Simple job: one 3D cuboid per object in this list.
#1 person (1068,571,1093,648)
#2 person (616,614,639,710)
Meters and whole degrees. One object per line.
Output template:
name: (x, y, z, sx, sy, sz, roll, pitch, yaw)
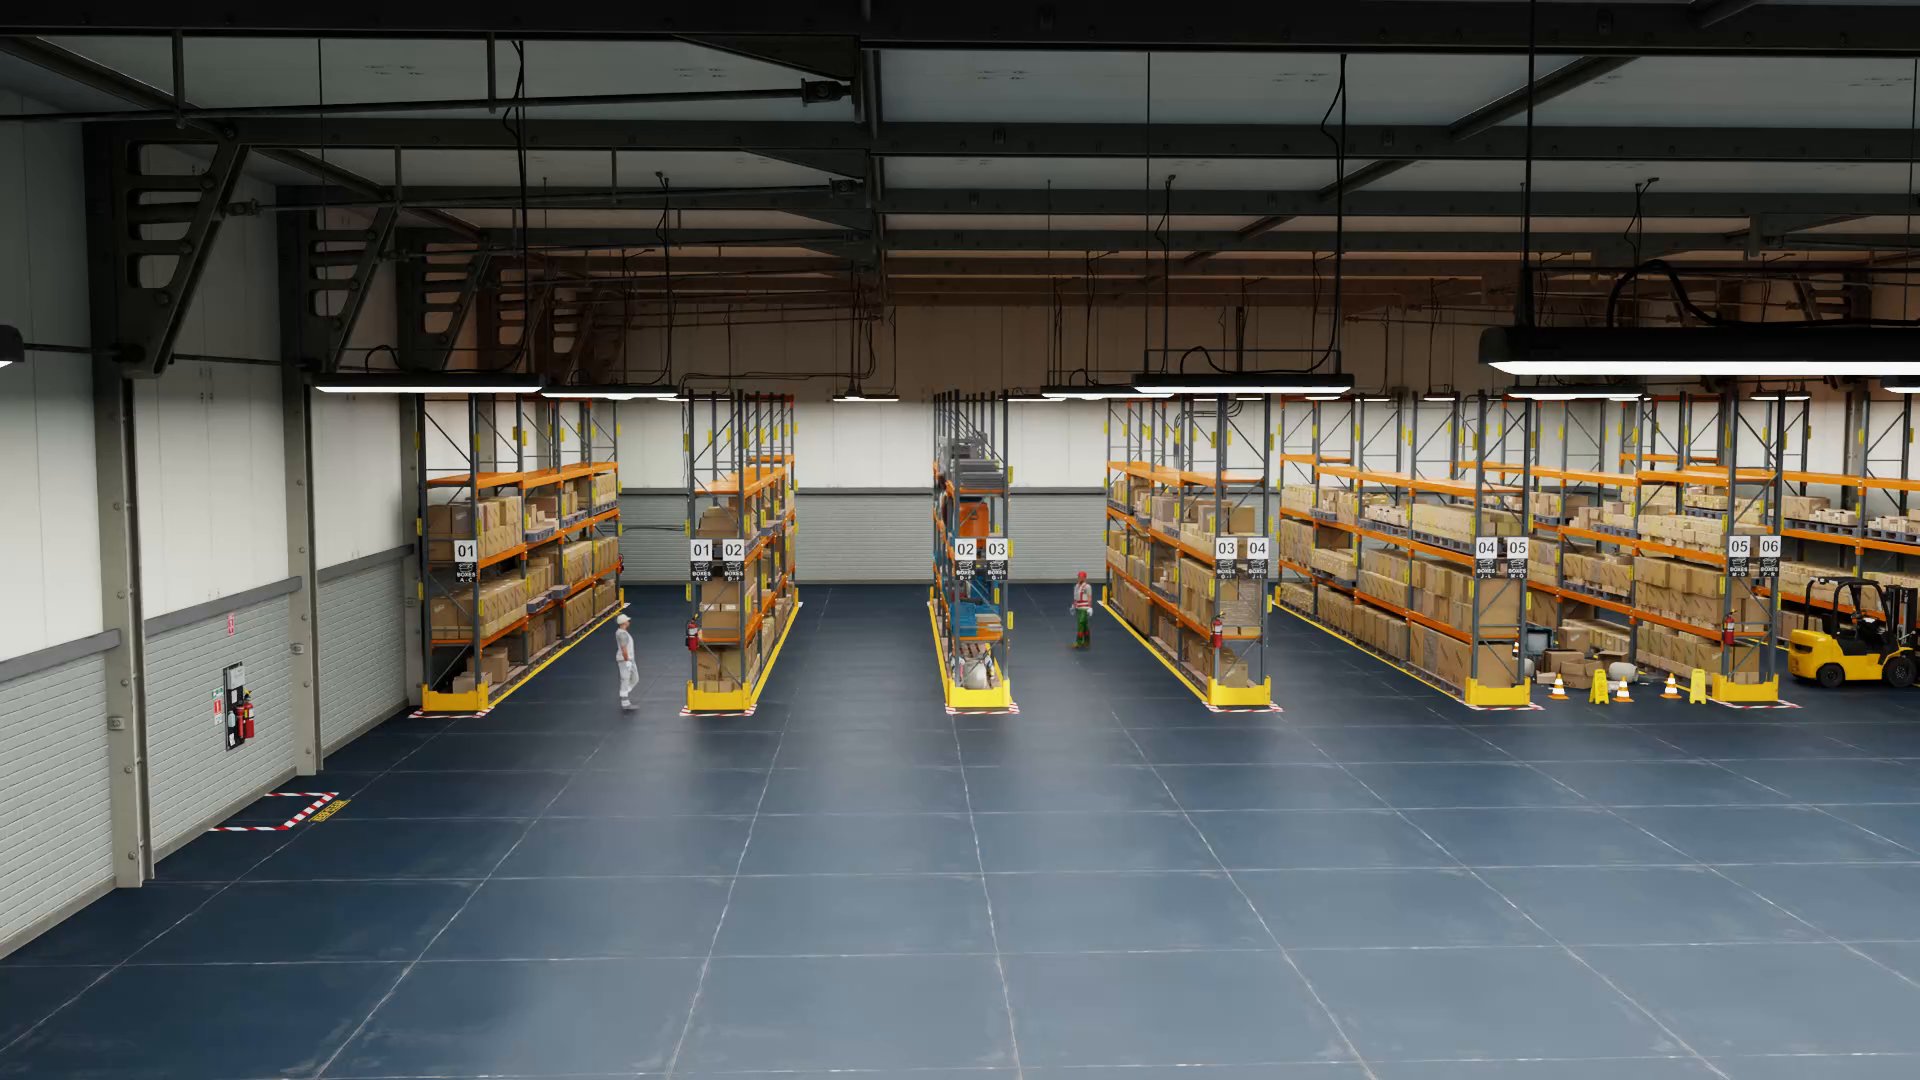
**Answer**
person: (2.789, 1.631, 39.231, 0.637, 1.782, 0.568, -2, 5, -18)
person: (-6.278, 2.286, 31.304, 0.459, 1.793, 0.594, 0, 5, 3)
